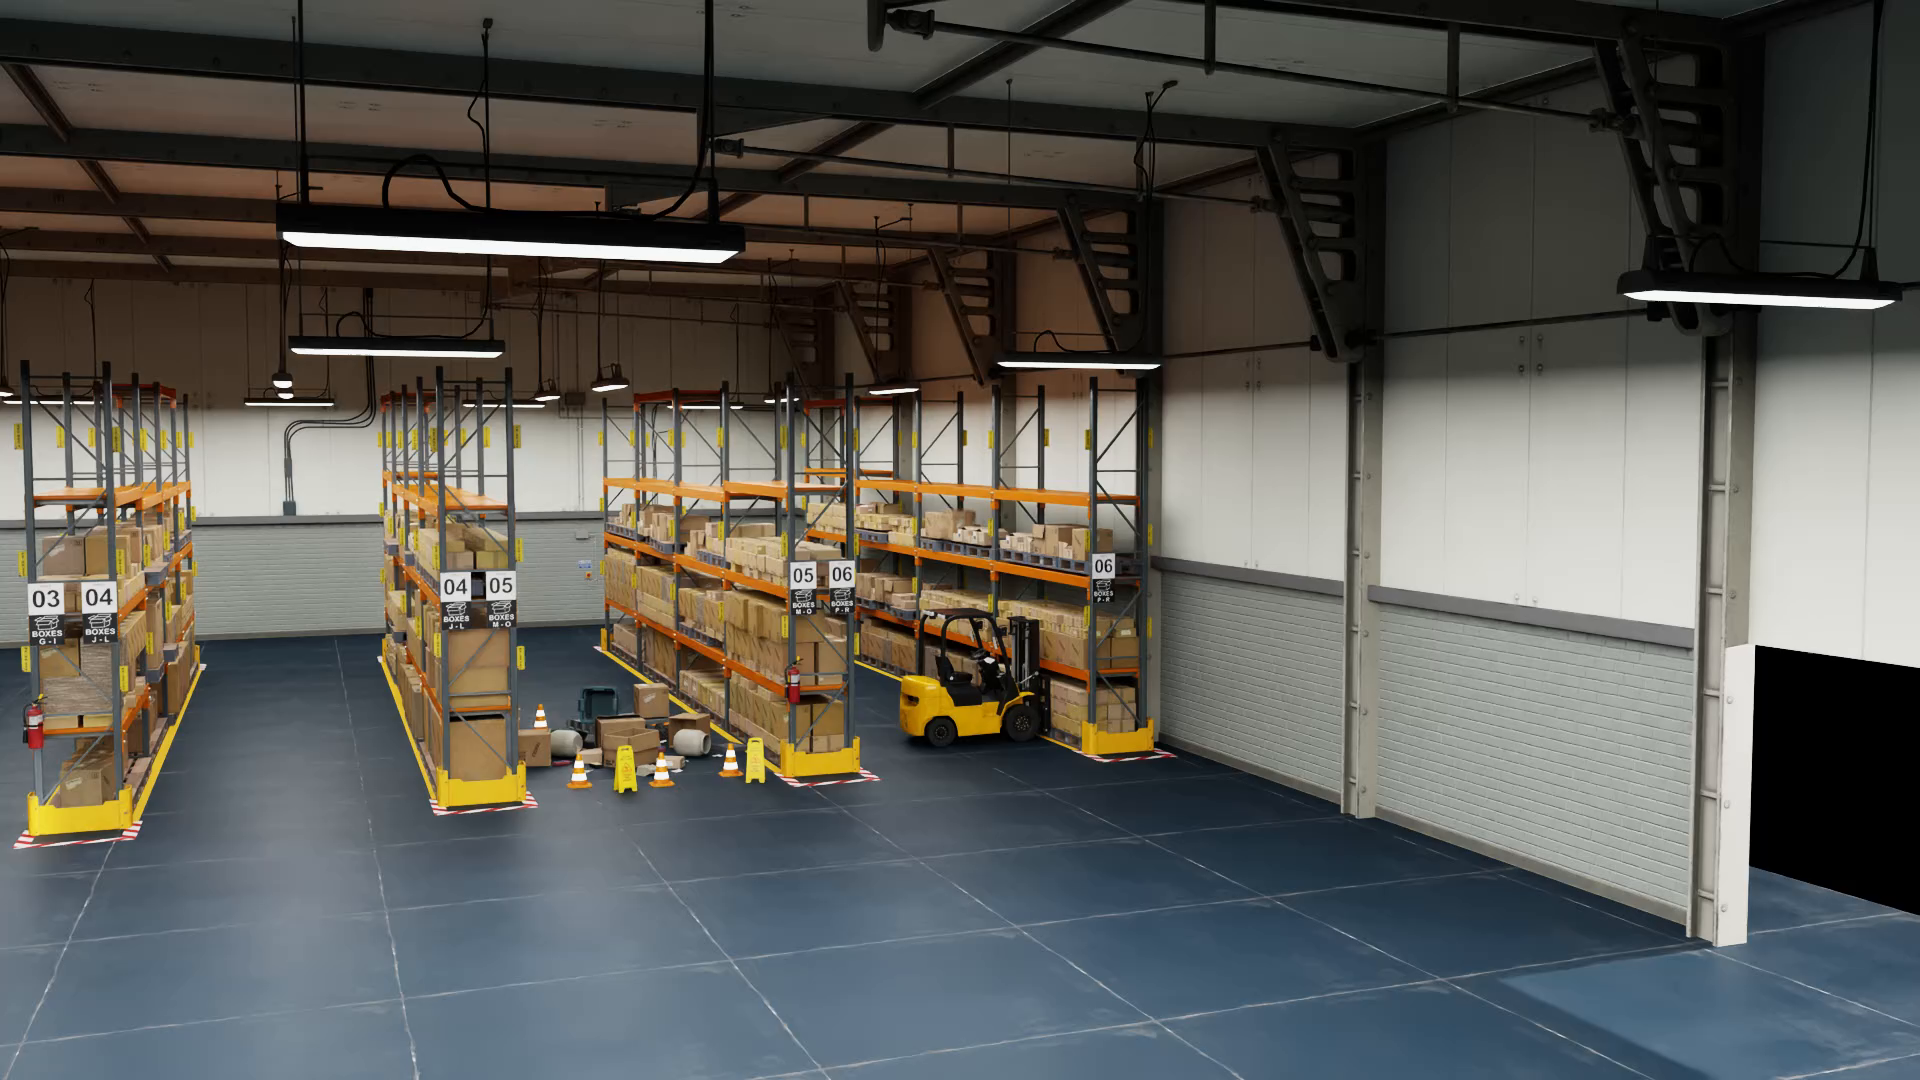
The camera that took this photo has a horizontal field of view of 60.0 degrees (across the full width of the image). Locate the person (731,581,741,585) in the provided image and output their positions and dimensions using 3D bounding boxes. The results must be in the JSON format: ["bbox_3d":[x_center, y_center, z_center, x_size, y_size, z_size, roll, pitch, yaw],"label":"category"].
[{"bbox_3d":[-5.500,1.678,40.714,0.580,1.821,0.614,0,3,-8],"label":"person"}]
